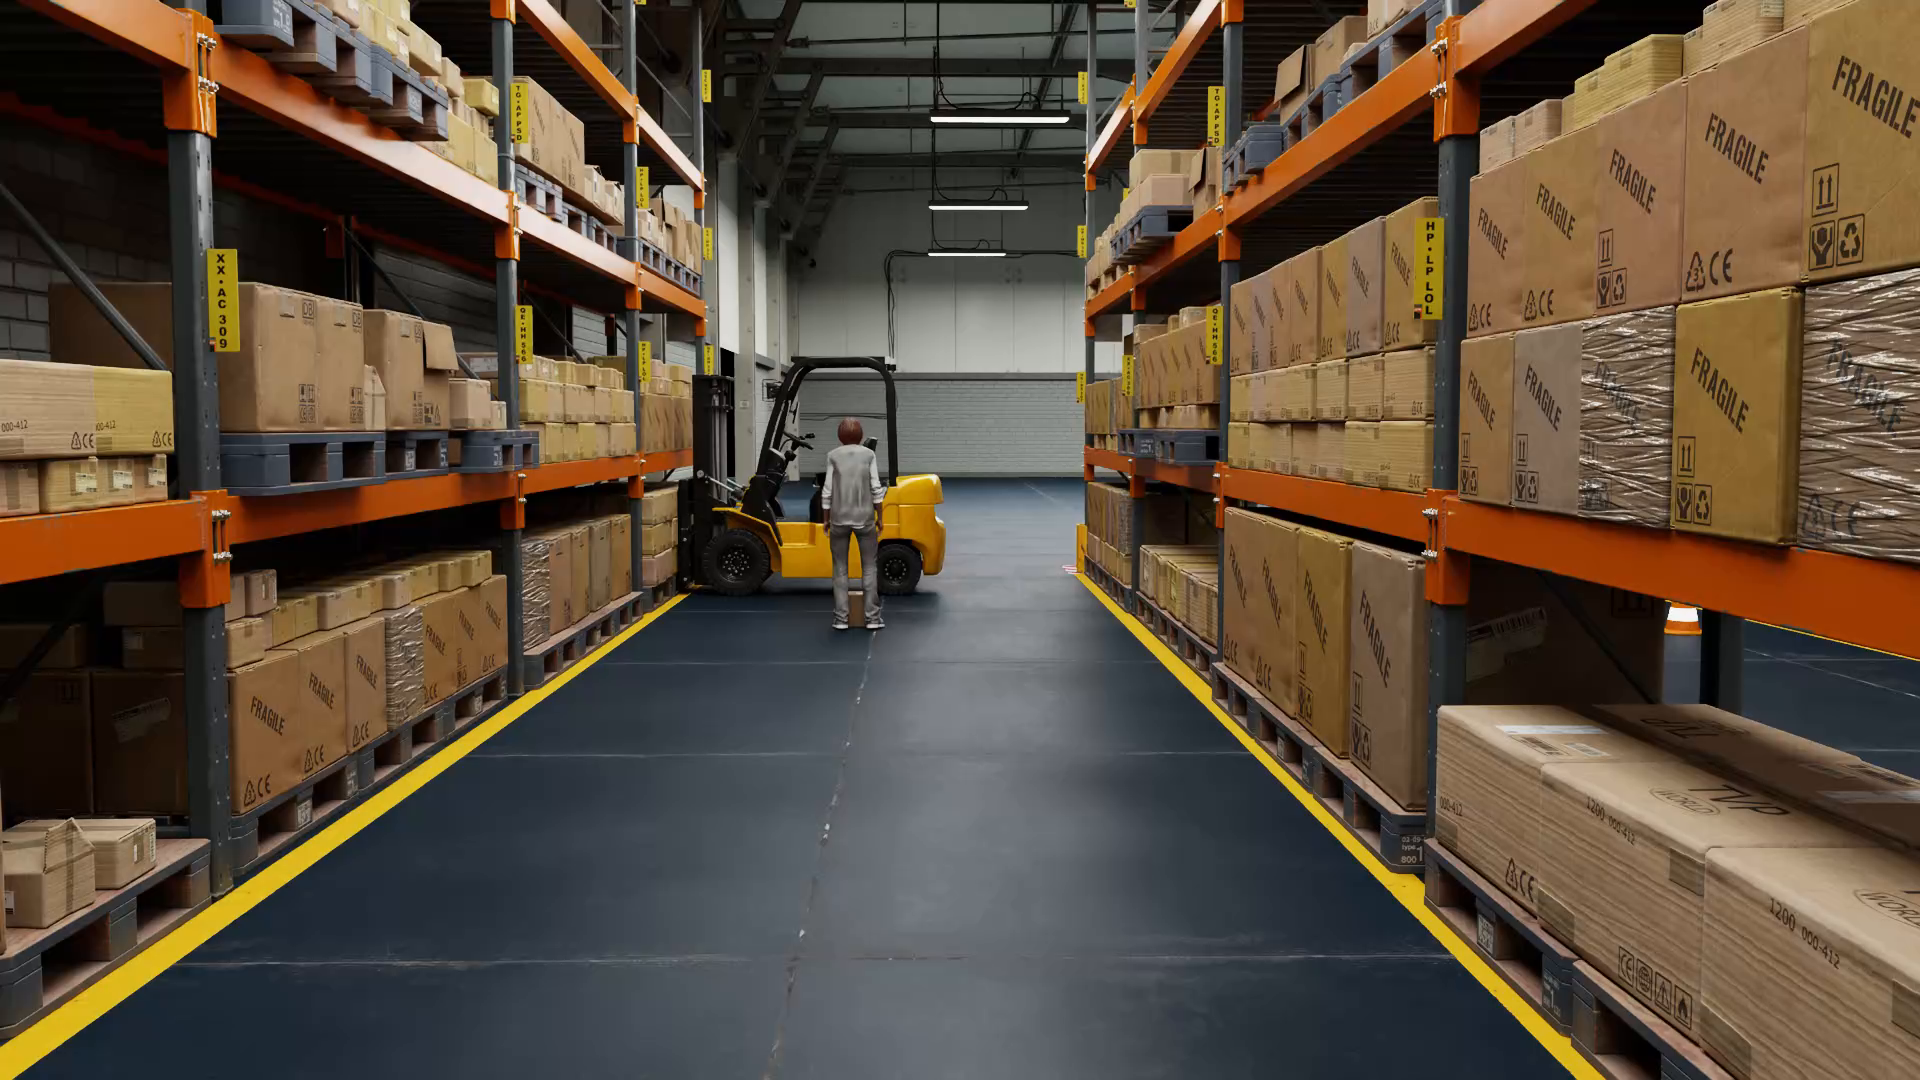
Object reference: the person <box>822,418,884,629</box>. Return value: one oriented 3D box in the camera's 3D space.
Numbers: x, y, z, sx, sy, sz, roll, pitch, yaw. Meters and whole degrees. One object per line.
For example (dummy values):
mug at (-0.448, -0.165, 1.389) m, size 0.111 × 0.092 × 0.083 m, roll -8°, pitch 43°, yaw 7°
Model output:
person at (-0.805, -0.123, 12.514) m, size 0.467 × 1.593 × 0.349 m, roll 0°, pitch 4°, yaw -2°
